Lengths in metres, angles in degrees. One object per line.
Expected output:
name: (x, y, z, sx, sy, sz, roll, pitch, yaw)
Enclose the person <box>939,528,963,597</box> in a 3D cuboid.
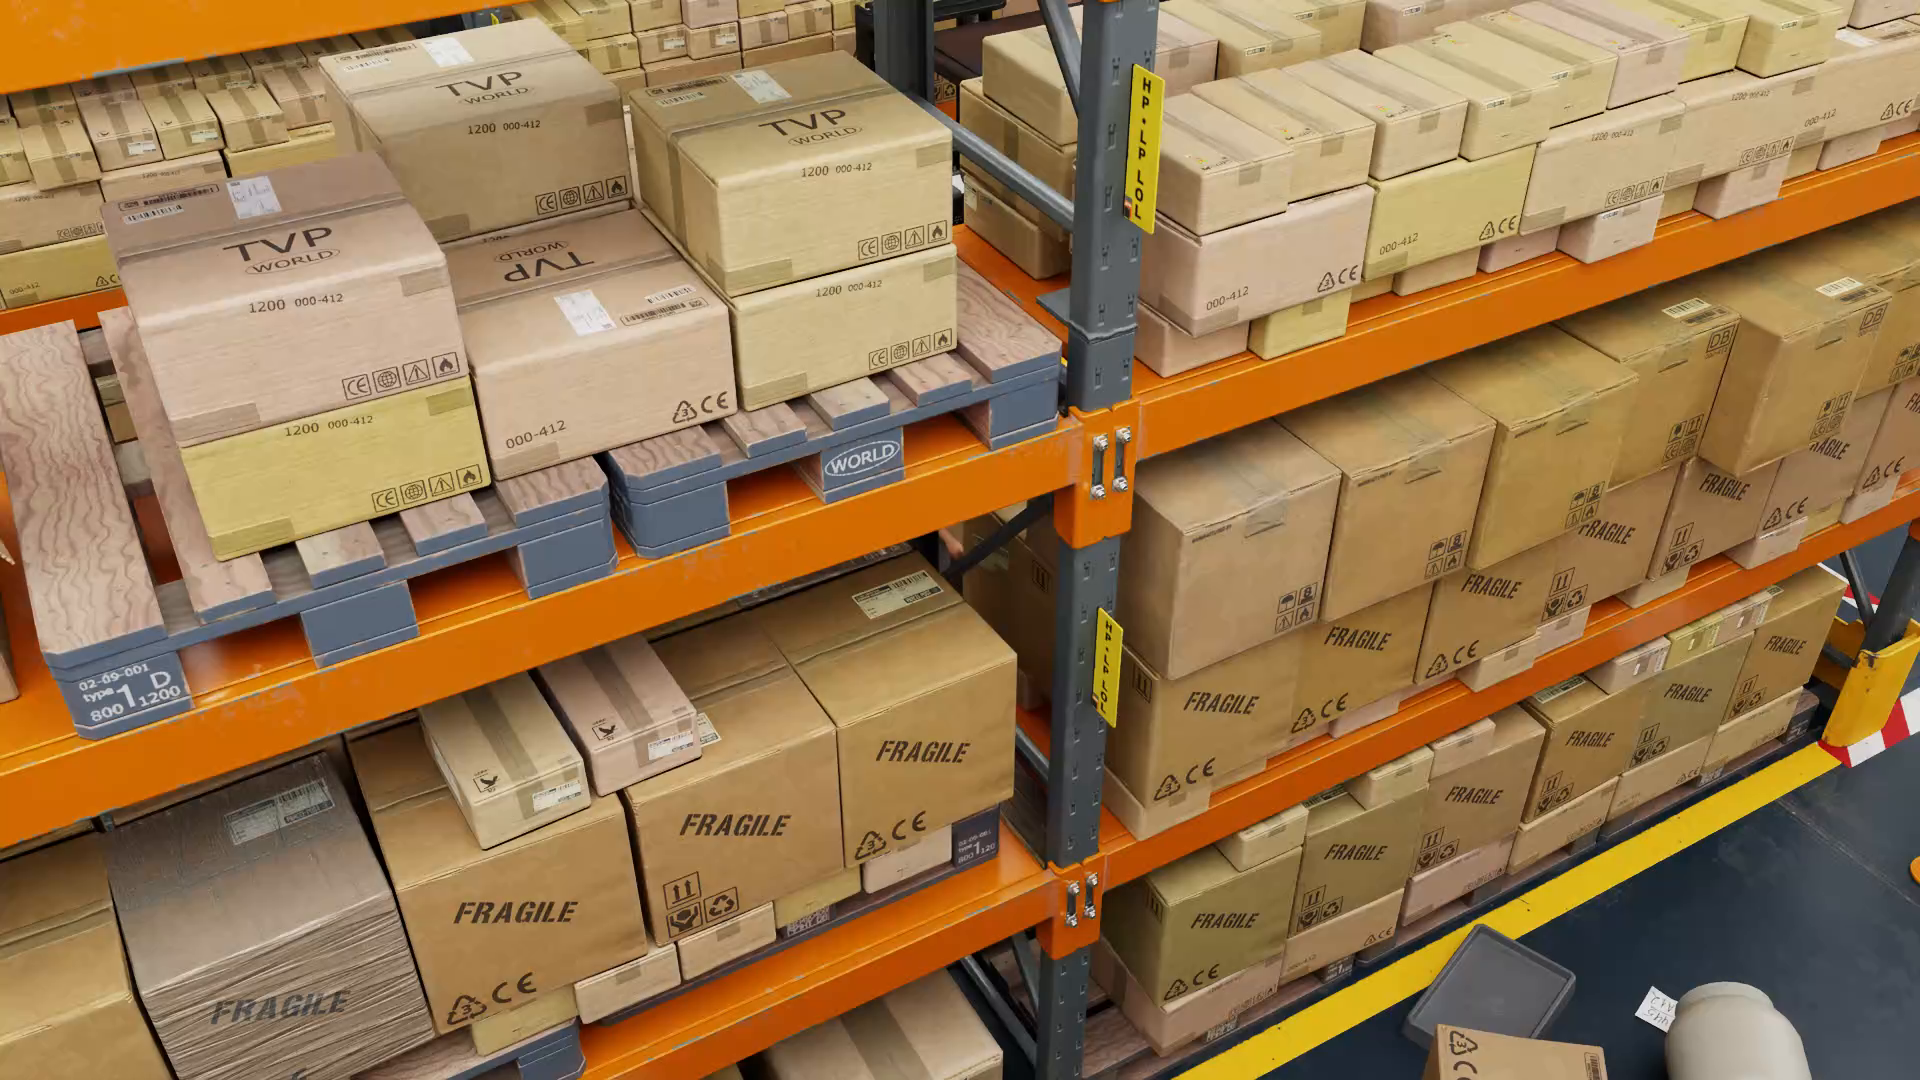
person: (-0.037, -0.027, 6.713, 0.436, 1.645, 0.556, -28, 45, -32)
